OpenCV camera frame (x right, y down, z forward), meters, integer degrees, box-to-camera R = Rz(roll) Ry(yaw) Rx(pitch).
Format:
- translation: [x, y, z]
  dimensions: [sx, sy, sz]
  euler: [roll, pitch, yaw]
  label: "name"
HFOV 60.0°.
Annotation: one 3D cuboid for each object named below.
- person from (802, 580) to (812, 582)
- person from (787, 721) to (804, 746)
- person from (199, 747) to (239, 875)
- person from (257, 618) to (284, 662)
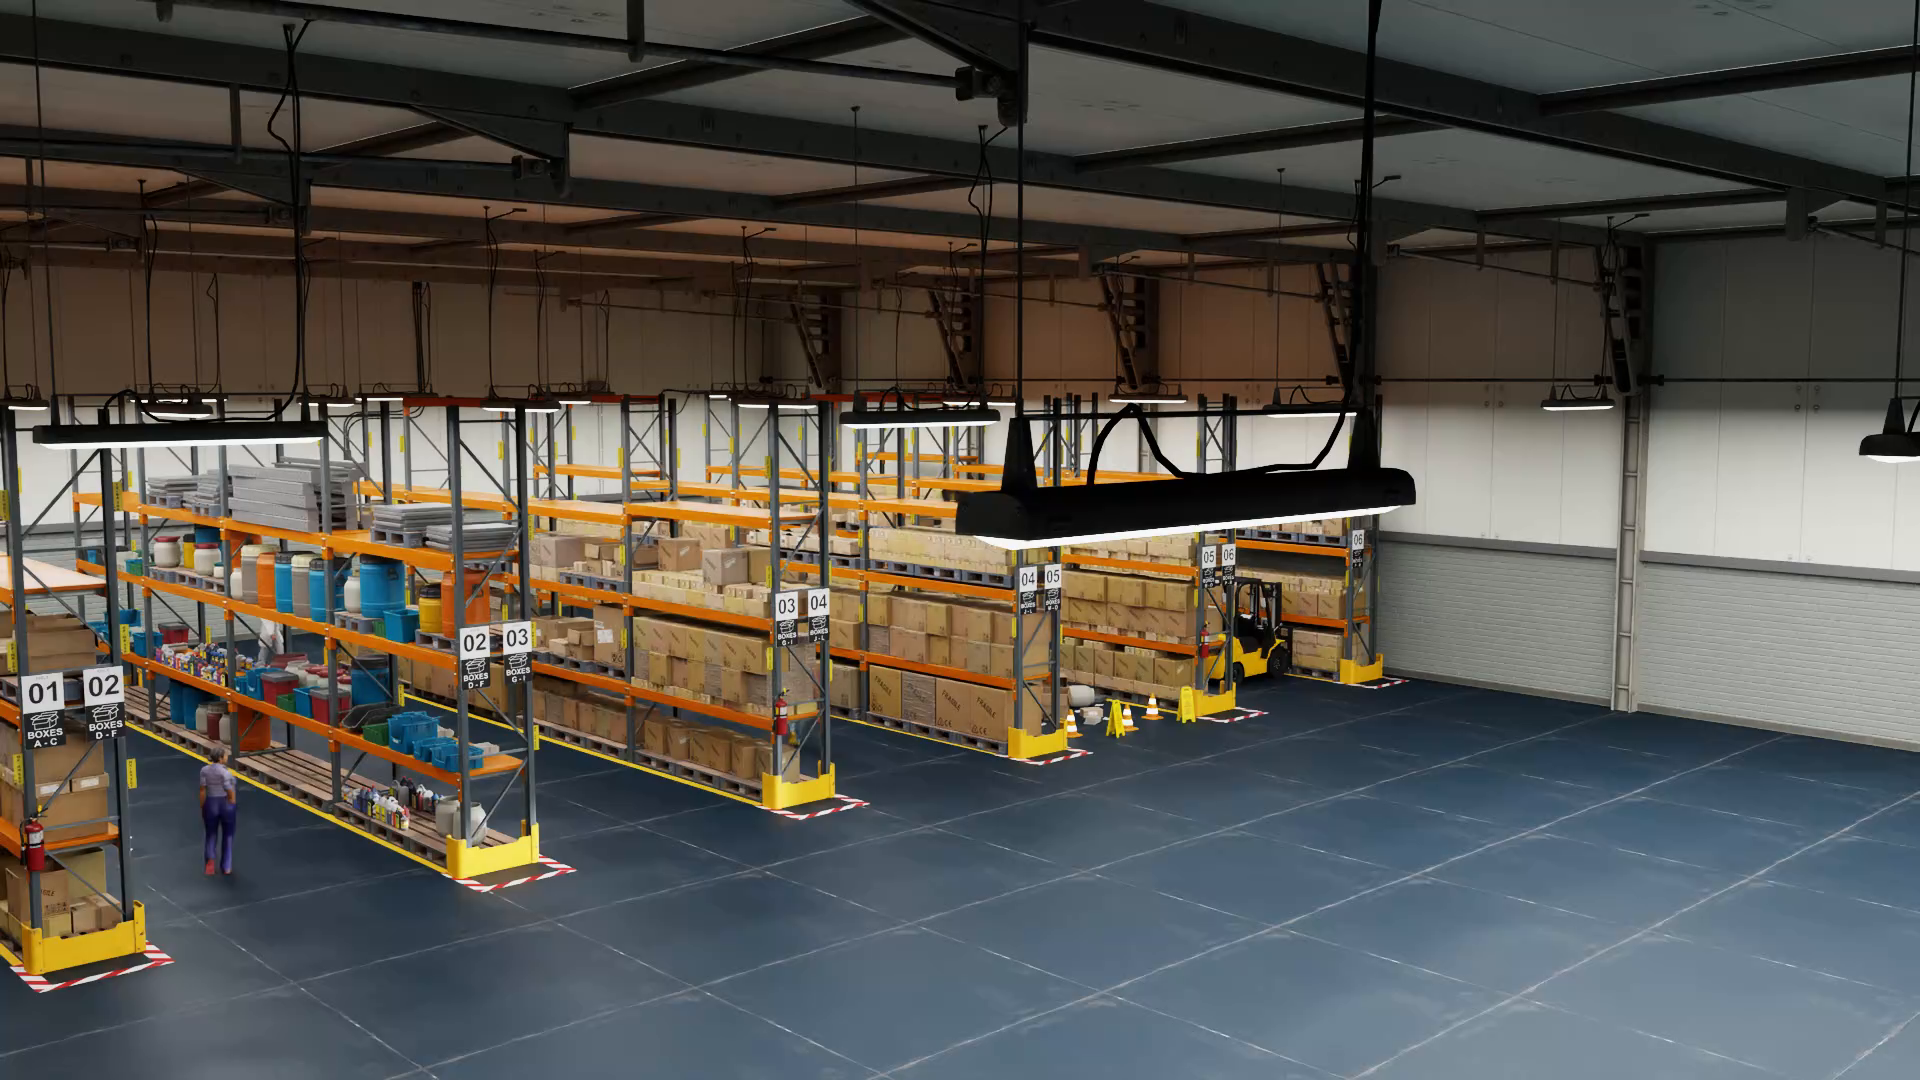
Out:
- translation: [-3.518, 1.780, 38.028]
  dimensions: [0.630, 1.753, 0.591]
  euler: [4, 7, 36]
  label: "person"
- translation: [-2.838, 2.677, 28.610]
  dimensions: [0.561, 1.759, 0.603]
  euler: [-1, 6, -9]
  label: "person"
- translation: [-9.461, 3.451, 21.230]
  dimensions: [0.482, 1.650, 0.454]
  euler: [-1, 6, -10]
  label: "person"
- translation: [-14.658, 2.035, 35.423]
  dimensions: [0.899, 1.781, 0.536]
  euler: [2, 6, 21]
  label: "person"
